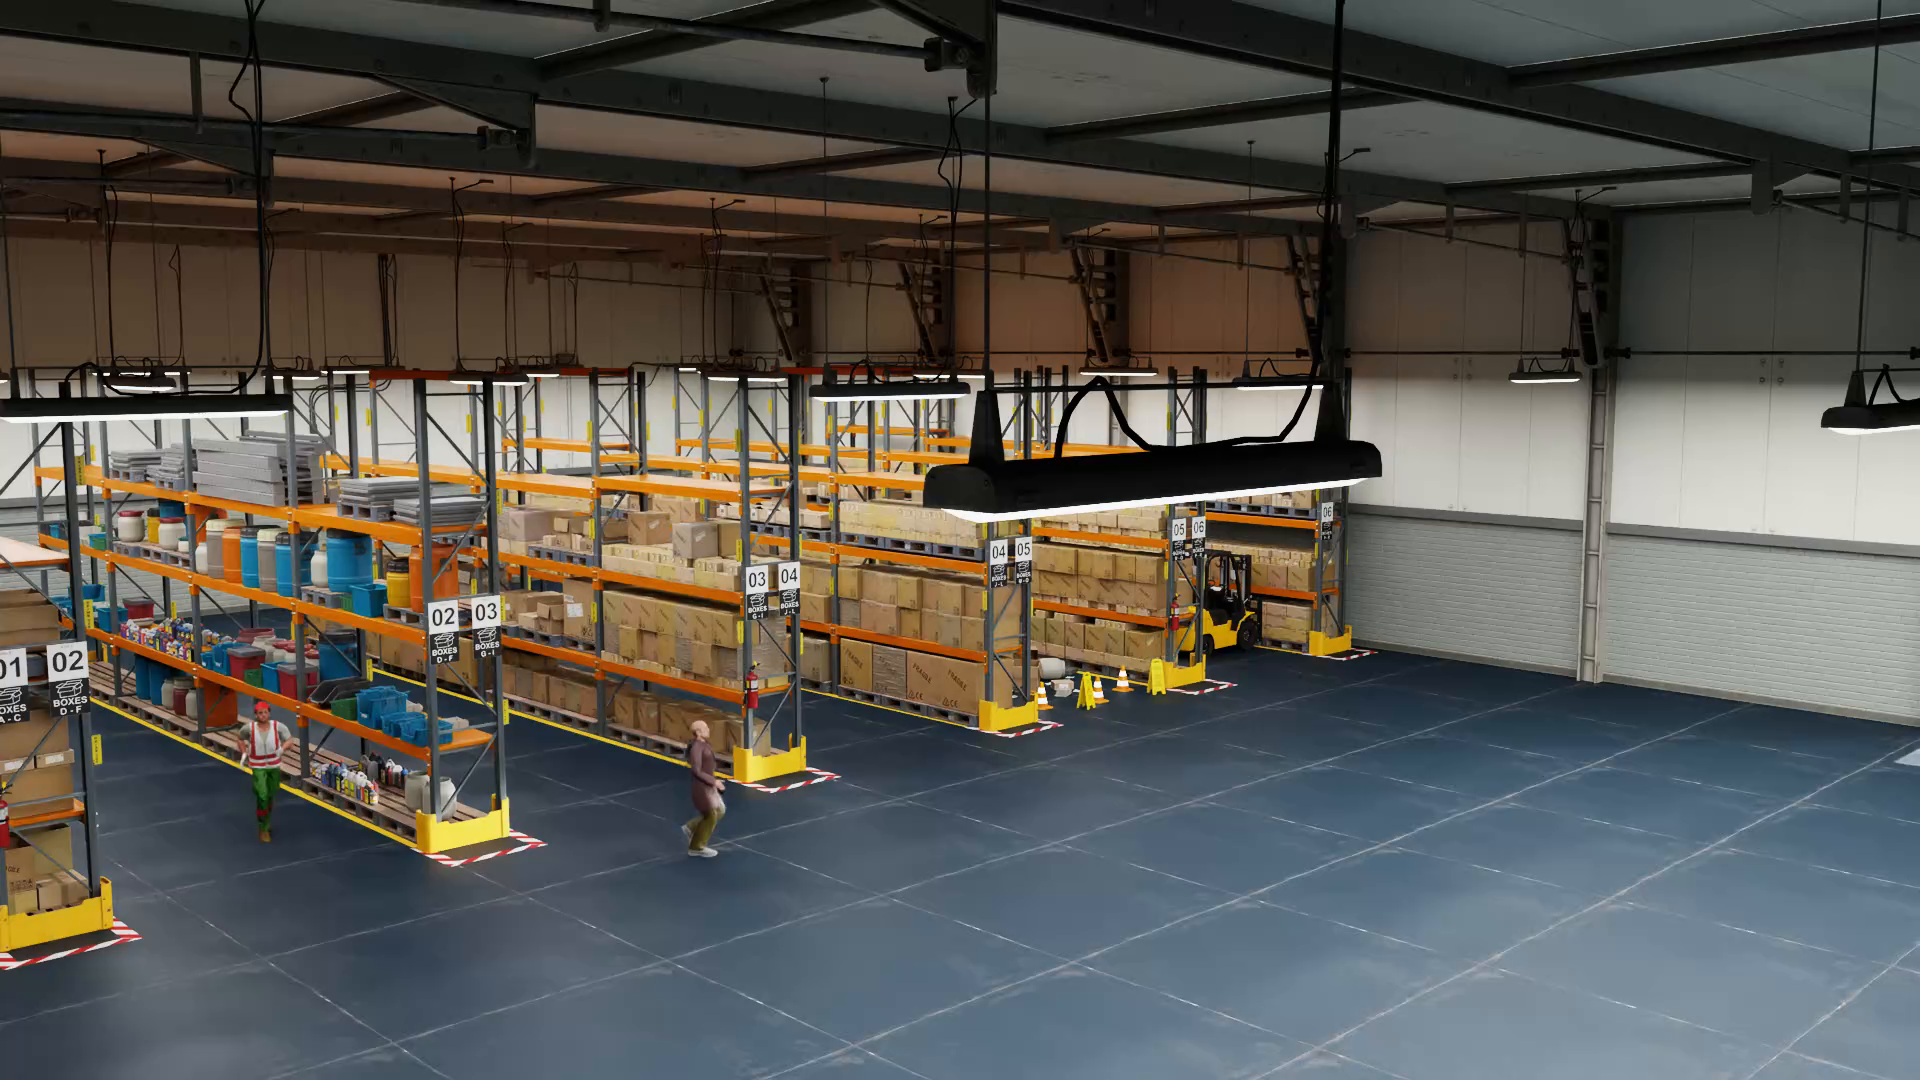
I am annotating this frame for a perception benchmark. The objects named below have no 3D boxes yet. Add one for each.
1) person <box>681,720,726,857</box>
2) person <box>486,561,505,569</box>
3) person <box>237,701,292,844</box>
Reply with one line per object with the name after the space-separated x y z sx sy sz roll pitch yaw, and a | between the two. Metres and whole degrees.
-3.236 3.117 20.921 0.573 1.741 0.716 -1 7 -8 | person
-11.308 0.977 40.292 0.826 1.603 0.659 -5 8 -36 | person
-9.064 2.991 21.743 0.637 1.830 0.797 -4 8 -33 | person
